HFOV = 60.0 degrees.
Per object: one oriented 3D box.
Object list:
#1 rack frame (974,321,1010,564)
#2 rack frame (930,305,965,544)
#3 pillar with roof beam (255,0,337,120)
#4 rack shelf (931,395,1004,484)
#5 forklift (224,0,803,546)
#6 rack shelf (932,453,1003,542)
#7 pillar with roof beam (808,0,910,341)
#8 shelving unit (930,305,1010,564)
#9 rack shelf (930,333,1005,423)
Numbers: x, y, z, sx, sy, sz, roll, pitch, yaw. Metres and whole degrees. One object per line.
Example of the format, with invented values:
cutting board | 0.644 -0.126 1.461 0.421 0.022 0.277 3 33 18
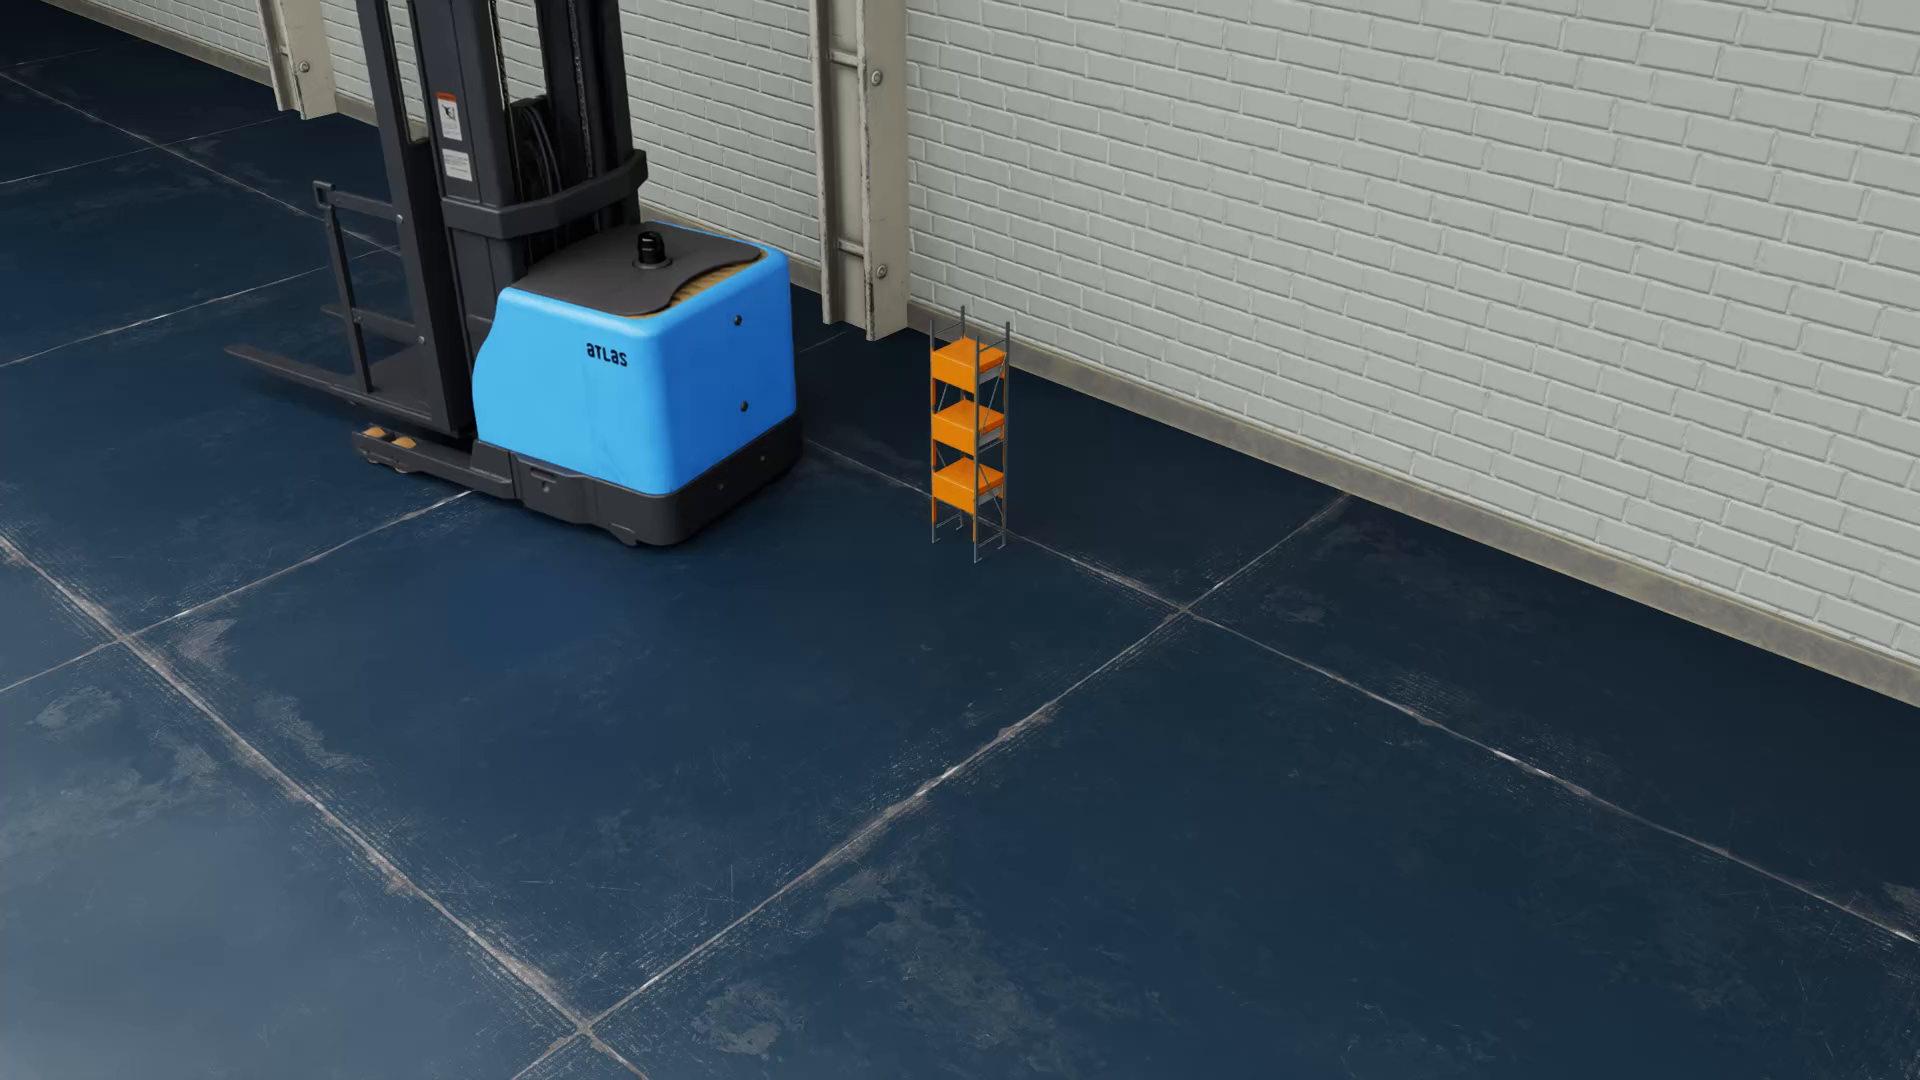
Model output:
rack frame | 0.130 -0.389 6.878 0.008 1.050 0.200 25 39 35
rack frame | -0.051 -0.473 7.019 0.008 1.050 0.200 25 39 35
pillar with roof beam | -7.855 -5.492 7.647 0.400 9.000 9.100 25 39 35
rack shelf | 0.040 -0.422 6.954 0.240 0.259 0.215 25 39 35
forklift | -2.264 -1.782 7.368 3.031 2.935 1.130 17 35 26
rack shelf | 0.040 -0.184 7.097 0.240 0.259 0.215 25 39 35
pillar with roof beam | -3.407 -3.415 4.198 0.400 9.000 9.100 25 39 35
shelving unit | 0.040 -0.431 6.948 0.252 1.050 0.215 25 39 35
rack shelf | 0.040 -0.665 6.808 0.240 0.259 0.215 25 39 35
